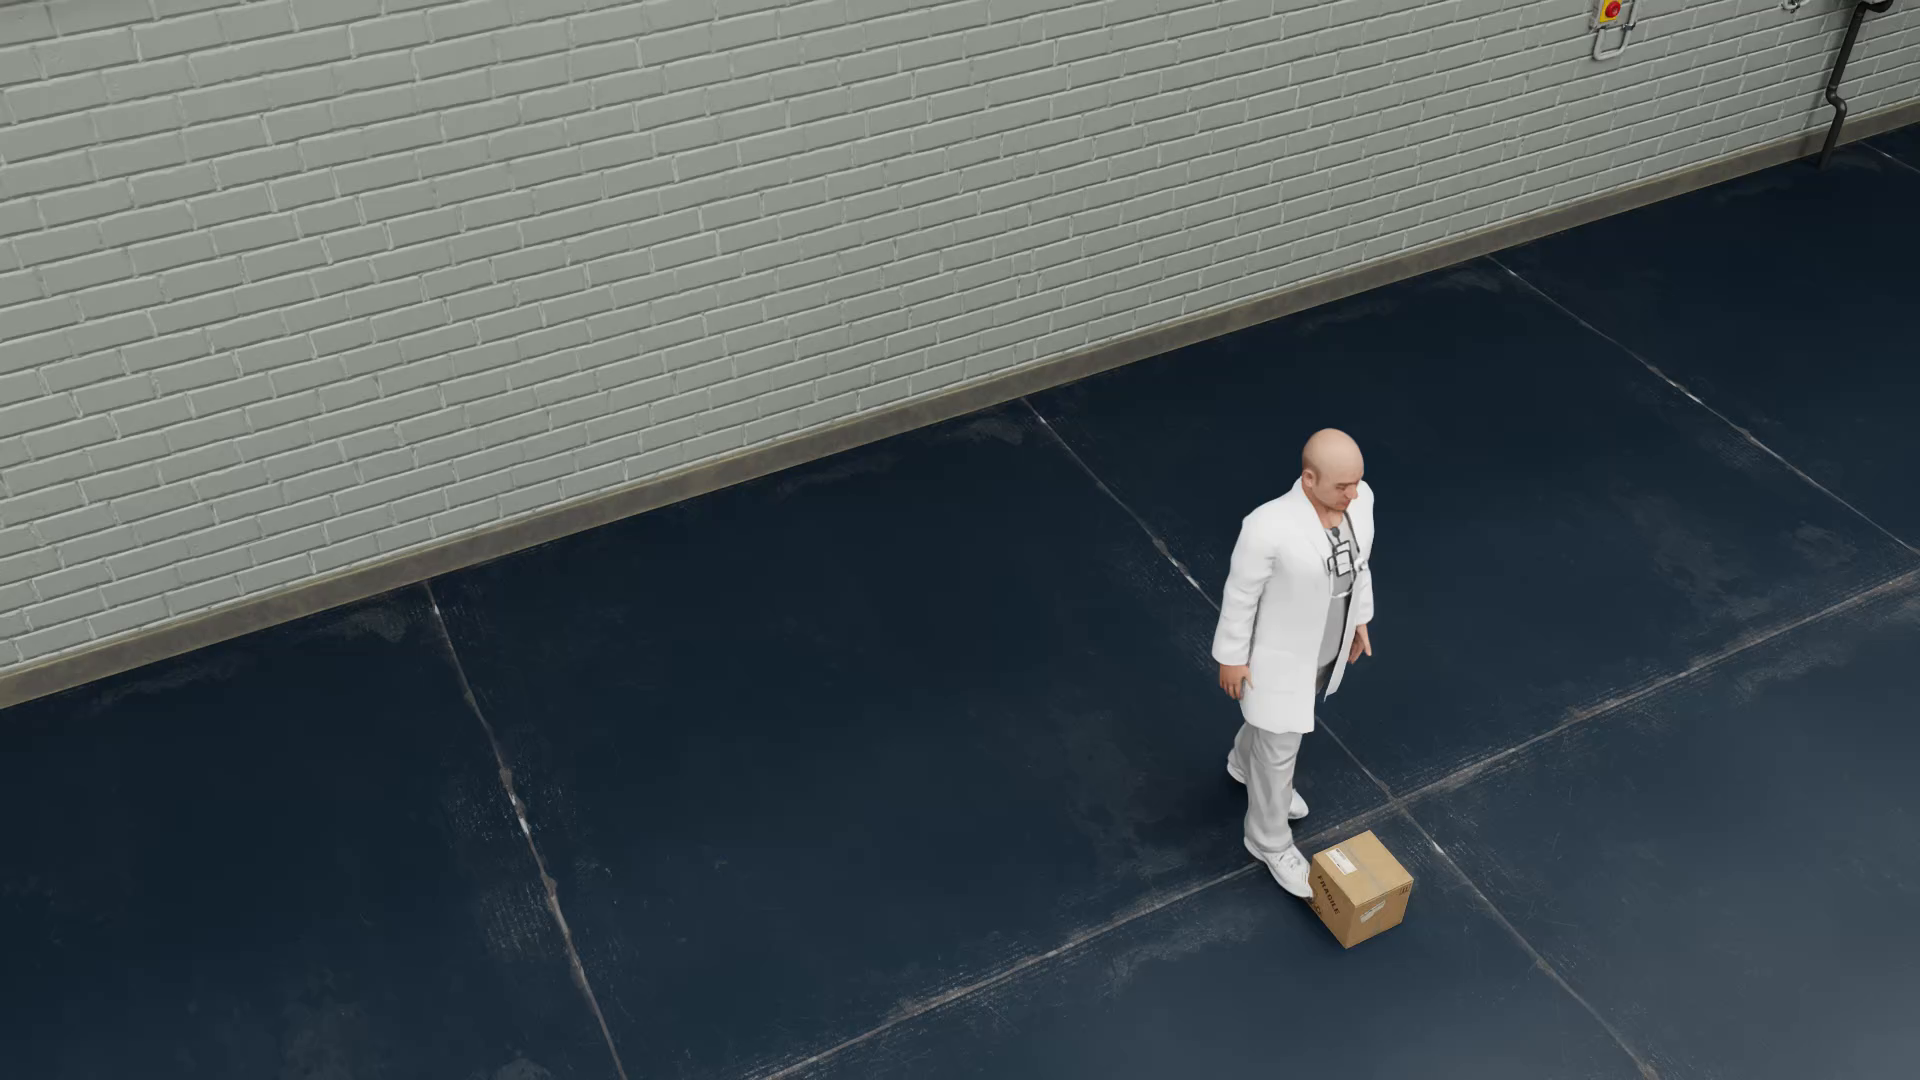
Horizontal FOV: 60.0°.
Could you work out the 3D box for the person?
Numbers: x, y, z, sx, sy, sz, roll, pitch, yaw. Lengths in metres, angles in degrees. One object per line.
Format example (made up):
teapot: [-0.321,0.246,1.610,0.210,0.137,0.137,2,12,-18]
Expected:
person: [1.184,0.362,5.753,0.562,1.782,0.406,-18,44,-19]
